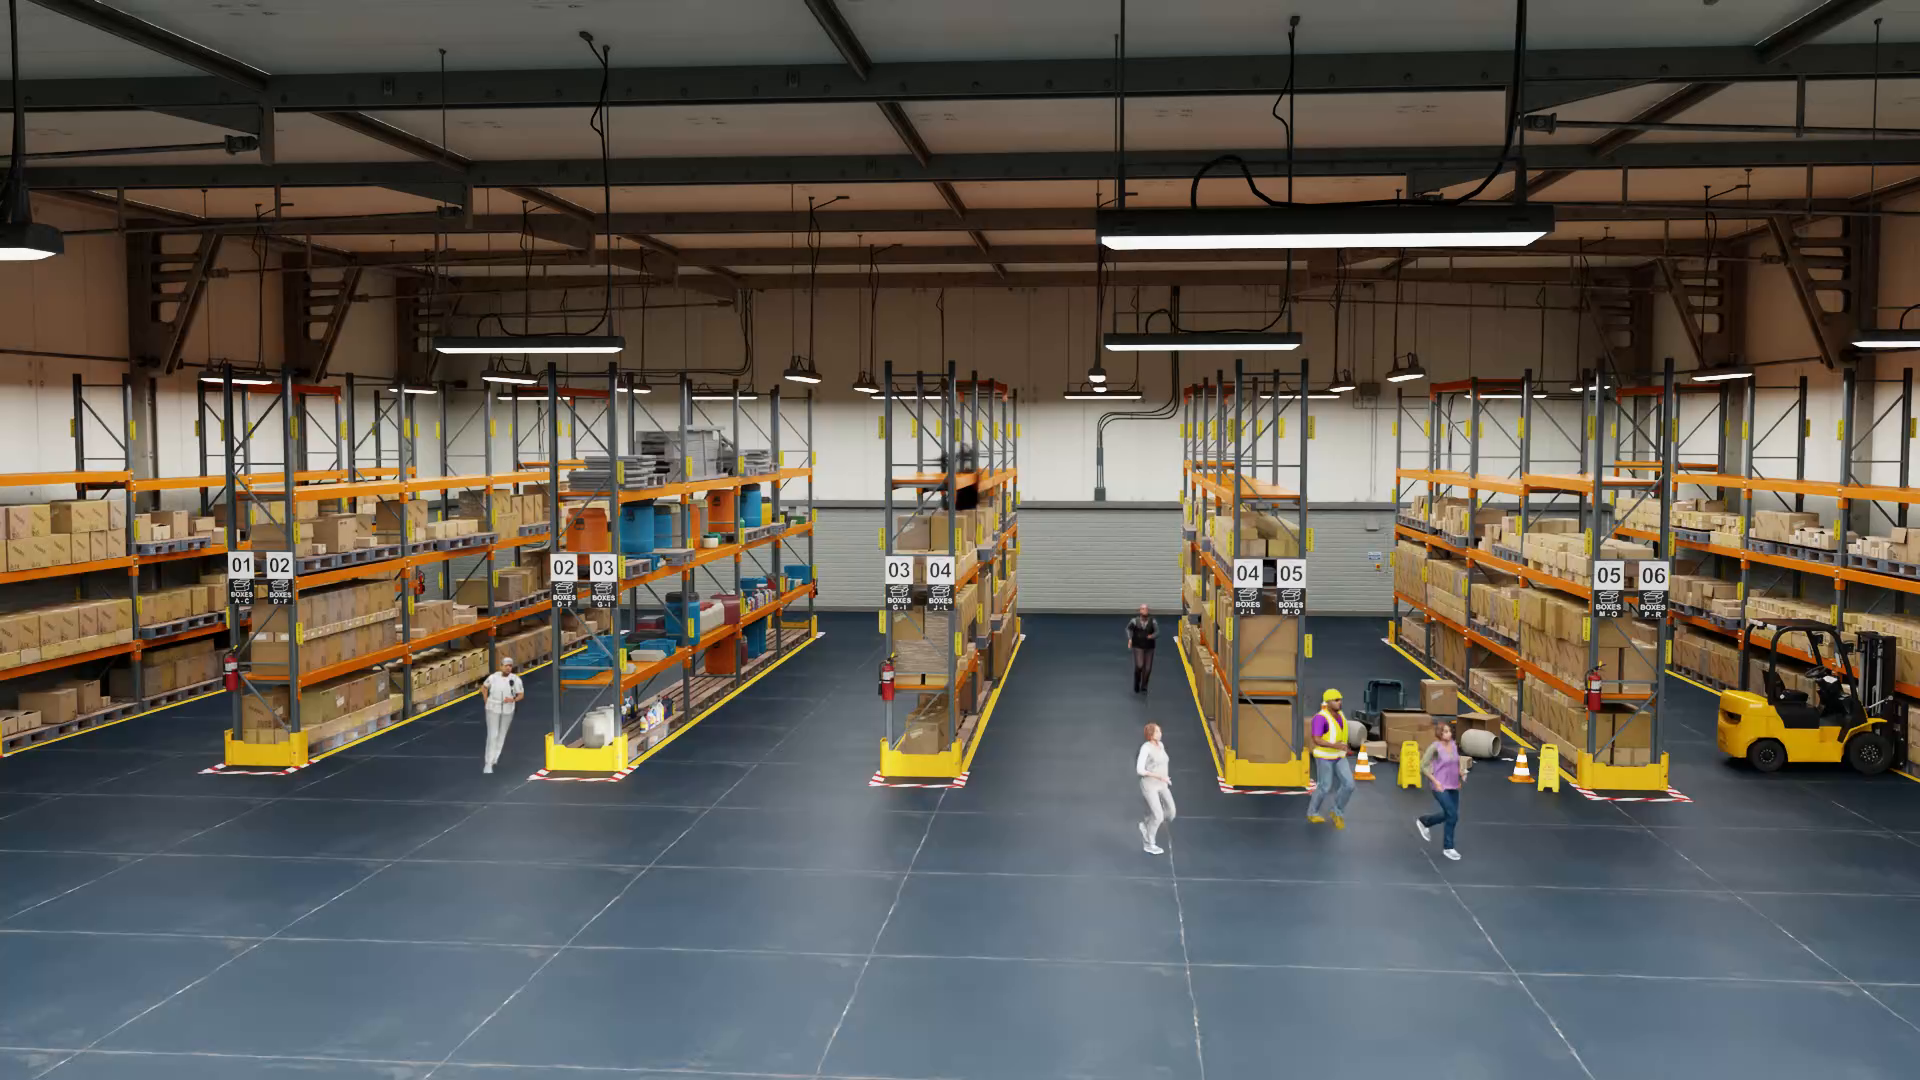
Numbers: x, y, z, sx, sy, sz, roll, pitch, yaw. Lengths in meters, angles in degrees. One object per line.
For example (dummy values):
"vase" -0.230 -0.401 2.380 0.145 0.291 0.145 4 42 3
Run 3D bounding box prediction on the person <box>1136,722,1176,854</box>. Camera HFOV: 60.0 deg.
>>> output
"person" 2.315 2.930 19.648 0.551 1.552 0.530 4 5 43

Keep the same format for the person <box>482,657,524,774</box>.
"person" -6.776 2.579 24.617 0.611 1.699 0.658 -2 4 -23

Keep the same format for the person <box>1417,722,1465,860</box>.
"person" 5.681 2.934 19.657 0.534 1.587 0.669 -2 4 -30

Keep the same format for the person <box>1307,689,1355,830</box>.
"person" 4.686 2.768 20.872 0.728 1.821 0.726 -3 5 -34

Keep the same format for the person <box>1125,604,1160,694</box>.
"person" 3.477 2.070 31.520 0.630 1.701 0.676 0 4 -2
